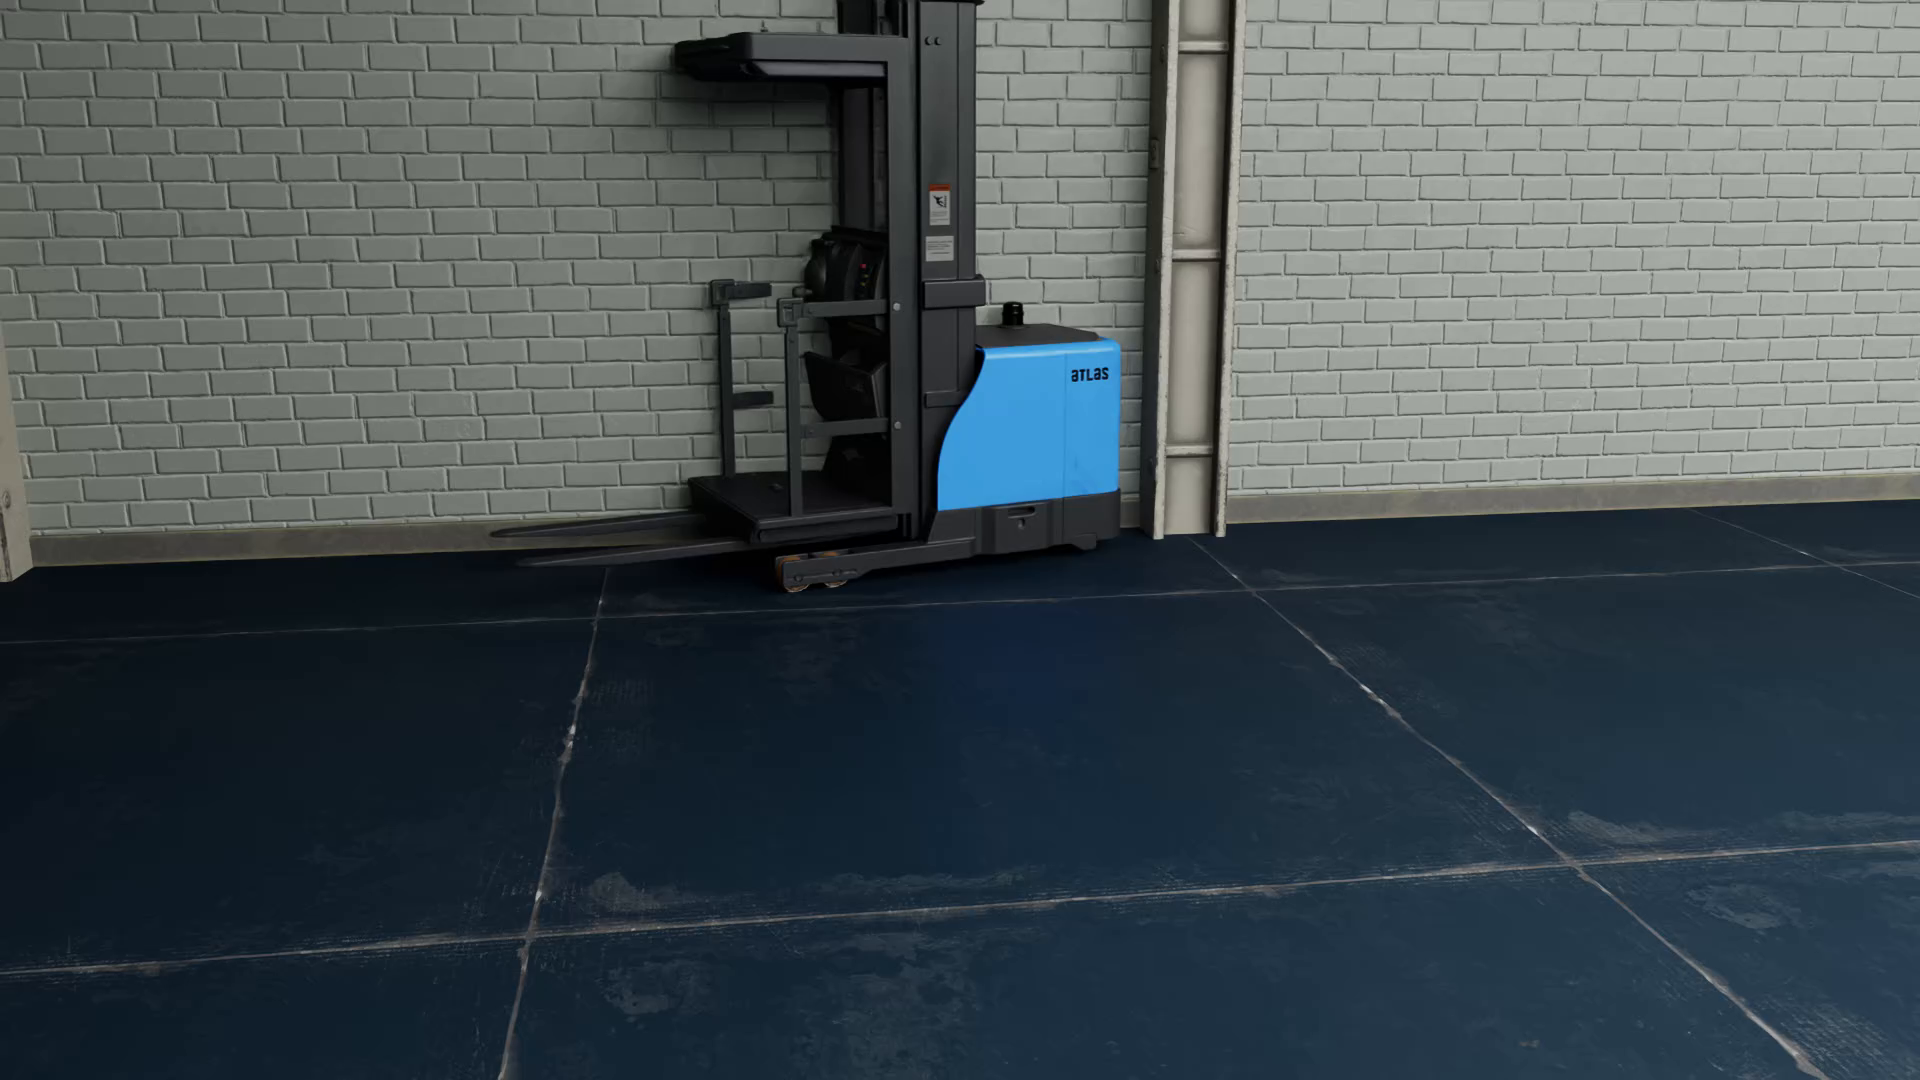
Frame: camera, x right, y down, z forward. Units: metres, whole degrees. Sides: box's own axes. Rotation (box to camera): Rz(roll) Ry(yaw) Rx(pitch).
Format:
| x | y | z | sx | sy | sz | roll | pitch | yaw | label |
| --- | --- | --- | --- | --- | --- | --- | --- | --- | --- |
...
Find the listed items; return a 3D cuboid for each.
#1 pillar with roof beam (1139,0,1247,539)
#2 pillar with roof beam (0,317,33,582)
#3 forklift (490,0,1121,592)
| x | y | z | sx | sy | sz | roll | pitch | yaw | label |
| --- | --- | --- | --- | --- | --- | --- | --- | --- | --- |
| 1.829 | -3.378 | 3.692 | 0.400 | 9.000 | 9.100 | -2 | 14 | -8 | pillar with roof beam |
| -4.104 | -3.161 | 2.825 | 0.400 | 9.000 | 9.100 | -2 | 14 | -8 | pillar with roof beam |
| -0.736 | -1.324 | 7.976 | 3.031 | 2.935 | 1.130 | -7 | 16 | -25 | forklift |
